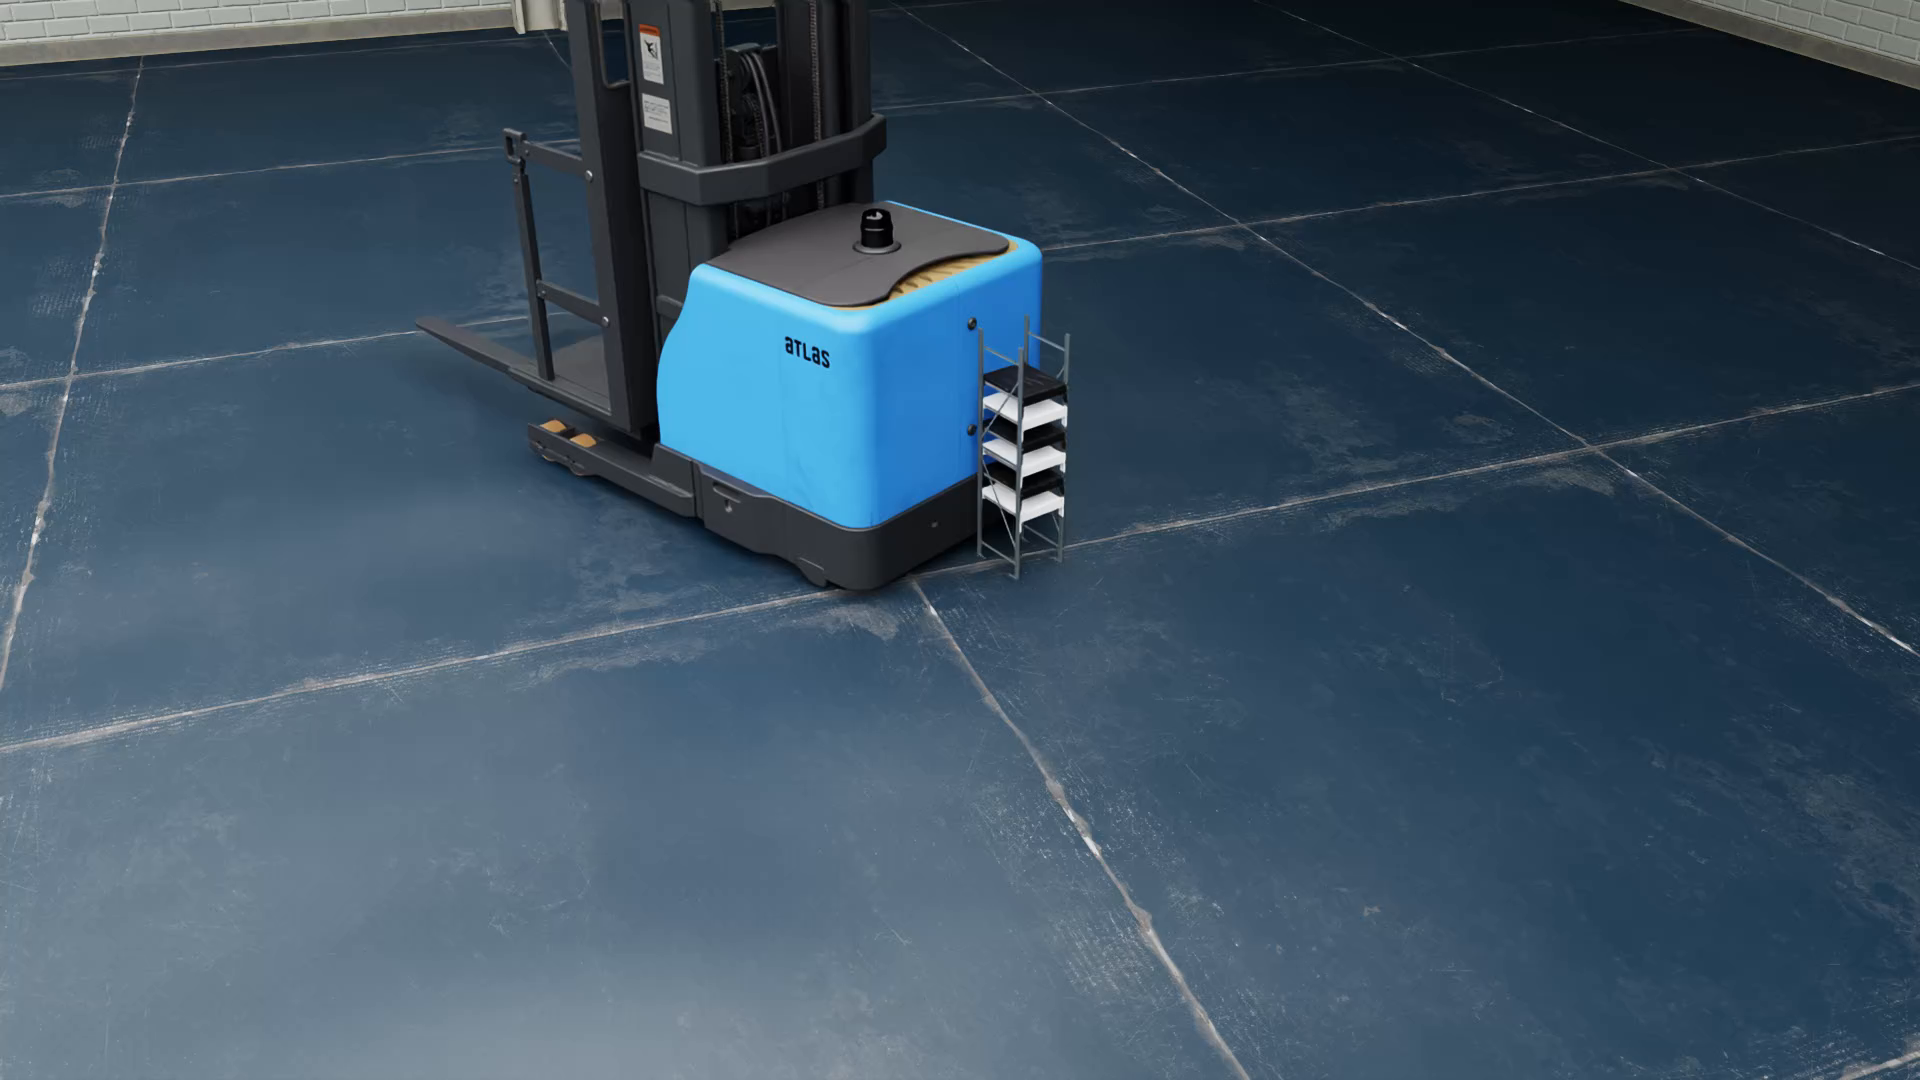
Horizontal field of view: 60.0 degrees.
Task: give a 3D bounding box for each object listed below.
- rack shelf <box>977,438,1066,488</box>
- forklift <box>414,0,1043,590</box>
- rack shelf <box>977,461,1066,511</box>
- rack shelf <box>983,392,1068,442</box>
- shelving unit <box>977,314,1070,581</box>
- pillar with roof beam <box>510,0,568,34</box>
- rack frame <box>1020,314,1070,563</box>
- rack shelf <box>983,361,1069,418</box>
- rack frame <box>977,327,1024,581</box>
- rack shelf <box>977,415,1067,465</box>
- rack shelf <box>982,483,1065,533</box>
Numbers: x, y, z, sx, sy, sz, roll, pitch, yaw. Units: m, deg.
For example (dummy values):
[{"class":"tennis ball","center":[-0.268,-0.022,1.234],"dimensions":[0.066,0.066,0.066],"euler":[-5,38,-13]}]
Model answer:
[{"class":"rack shelf","center":[0.219,-0.293,5.918],"dimensions":[0.200,0.077,0.258],"euler":[-21,36,-32]},{"class":"forklift","center":[-1.126,-1.705,6.281],"dimensions":[3.031,2.935,1.130],"euler":[24,37,35]},{"class":"rack shelf","center":[0.219,-0.215,5.963],"dimensions":[0.200,0.077,0.258],"euler":[-21,36,-32]},{"class":"rack shelf","center":[0.219,-0.449,5.829],"dimensions":[0.200,0.077,0.258],"euler":[-21,36,-32]},{"class":"shelving unit","center":[0.219,-0.322,5.902],"dimensions":[0.210,0.900,0.258],"euler":[-21,36,-32]},{"class":"pillar with roof beam","center":[-1.930,-6.103,7.871],"dimensions":[0.400,9.000,9.100],"euler":[-10,31,-18]},{"class":"rack frame","center":[0.300,-0.353,5.955],"dimensions":[0.006,0.900,0.240],"euler":[-21,36,-32]},{"class":"rack shelf","center":[0.219,-0.527,5.784],"dimensions":[0.200,0.077,0.258],"euler":[-21,36,-32]},{"class":"rack frame","center":[0.138,-0.291,5.848],"dimensions":[0.006,0.900,0.240],"euler":[-21,36,-32]},{"class":"rack shelf","center":[0.219,-0.371,5.874],"dimensions":[0.200,0.077,0.258],"euler":[-21,36,-32]},{"class":"rack shelf","center":[0.219,-0.137,6.008],"dimensions":[0.200,0.077,0.258],"euler":[-21,36,-32]}]
